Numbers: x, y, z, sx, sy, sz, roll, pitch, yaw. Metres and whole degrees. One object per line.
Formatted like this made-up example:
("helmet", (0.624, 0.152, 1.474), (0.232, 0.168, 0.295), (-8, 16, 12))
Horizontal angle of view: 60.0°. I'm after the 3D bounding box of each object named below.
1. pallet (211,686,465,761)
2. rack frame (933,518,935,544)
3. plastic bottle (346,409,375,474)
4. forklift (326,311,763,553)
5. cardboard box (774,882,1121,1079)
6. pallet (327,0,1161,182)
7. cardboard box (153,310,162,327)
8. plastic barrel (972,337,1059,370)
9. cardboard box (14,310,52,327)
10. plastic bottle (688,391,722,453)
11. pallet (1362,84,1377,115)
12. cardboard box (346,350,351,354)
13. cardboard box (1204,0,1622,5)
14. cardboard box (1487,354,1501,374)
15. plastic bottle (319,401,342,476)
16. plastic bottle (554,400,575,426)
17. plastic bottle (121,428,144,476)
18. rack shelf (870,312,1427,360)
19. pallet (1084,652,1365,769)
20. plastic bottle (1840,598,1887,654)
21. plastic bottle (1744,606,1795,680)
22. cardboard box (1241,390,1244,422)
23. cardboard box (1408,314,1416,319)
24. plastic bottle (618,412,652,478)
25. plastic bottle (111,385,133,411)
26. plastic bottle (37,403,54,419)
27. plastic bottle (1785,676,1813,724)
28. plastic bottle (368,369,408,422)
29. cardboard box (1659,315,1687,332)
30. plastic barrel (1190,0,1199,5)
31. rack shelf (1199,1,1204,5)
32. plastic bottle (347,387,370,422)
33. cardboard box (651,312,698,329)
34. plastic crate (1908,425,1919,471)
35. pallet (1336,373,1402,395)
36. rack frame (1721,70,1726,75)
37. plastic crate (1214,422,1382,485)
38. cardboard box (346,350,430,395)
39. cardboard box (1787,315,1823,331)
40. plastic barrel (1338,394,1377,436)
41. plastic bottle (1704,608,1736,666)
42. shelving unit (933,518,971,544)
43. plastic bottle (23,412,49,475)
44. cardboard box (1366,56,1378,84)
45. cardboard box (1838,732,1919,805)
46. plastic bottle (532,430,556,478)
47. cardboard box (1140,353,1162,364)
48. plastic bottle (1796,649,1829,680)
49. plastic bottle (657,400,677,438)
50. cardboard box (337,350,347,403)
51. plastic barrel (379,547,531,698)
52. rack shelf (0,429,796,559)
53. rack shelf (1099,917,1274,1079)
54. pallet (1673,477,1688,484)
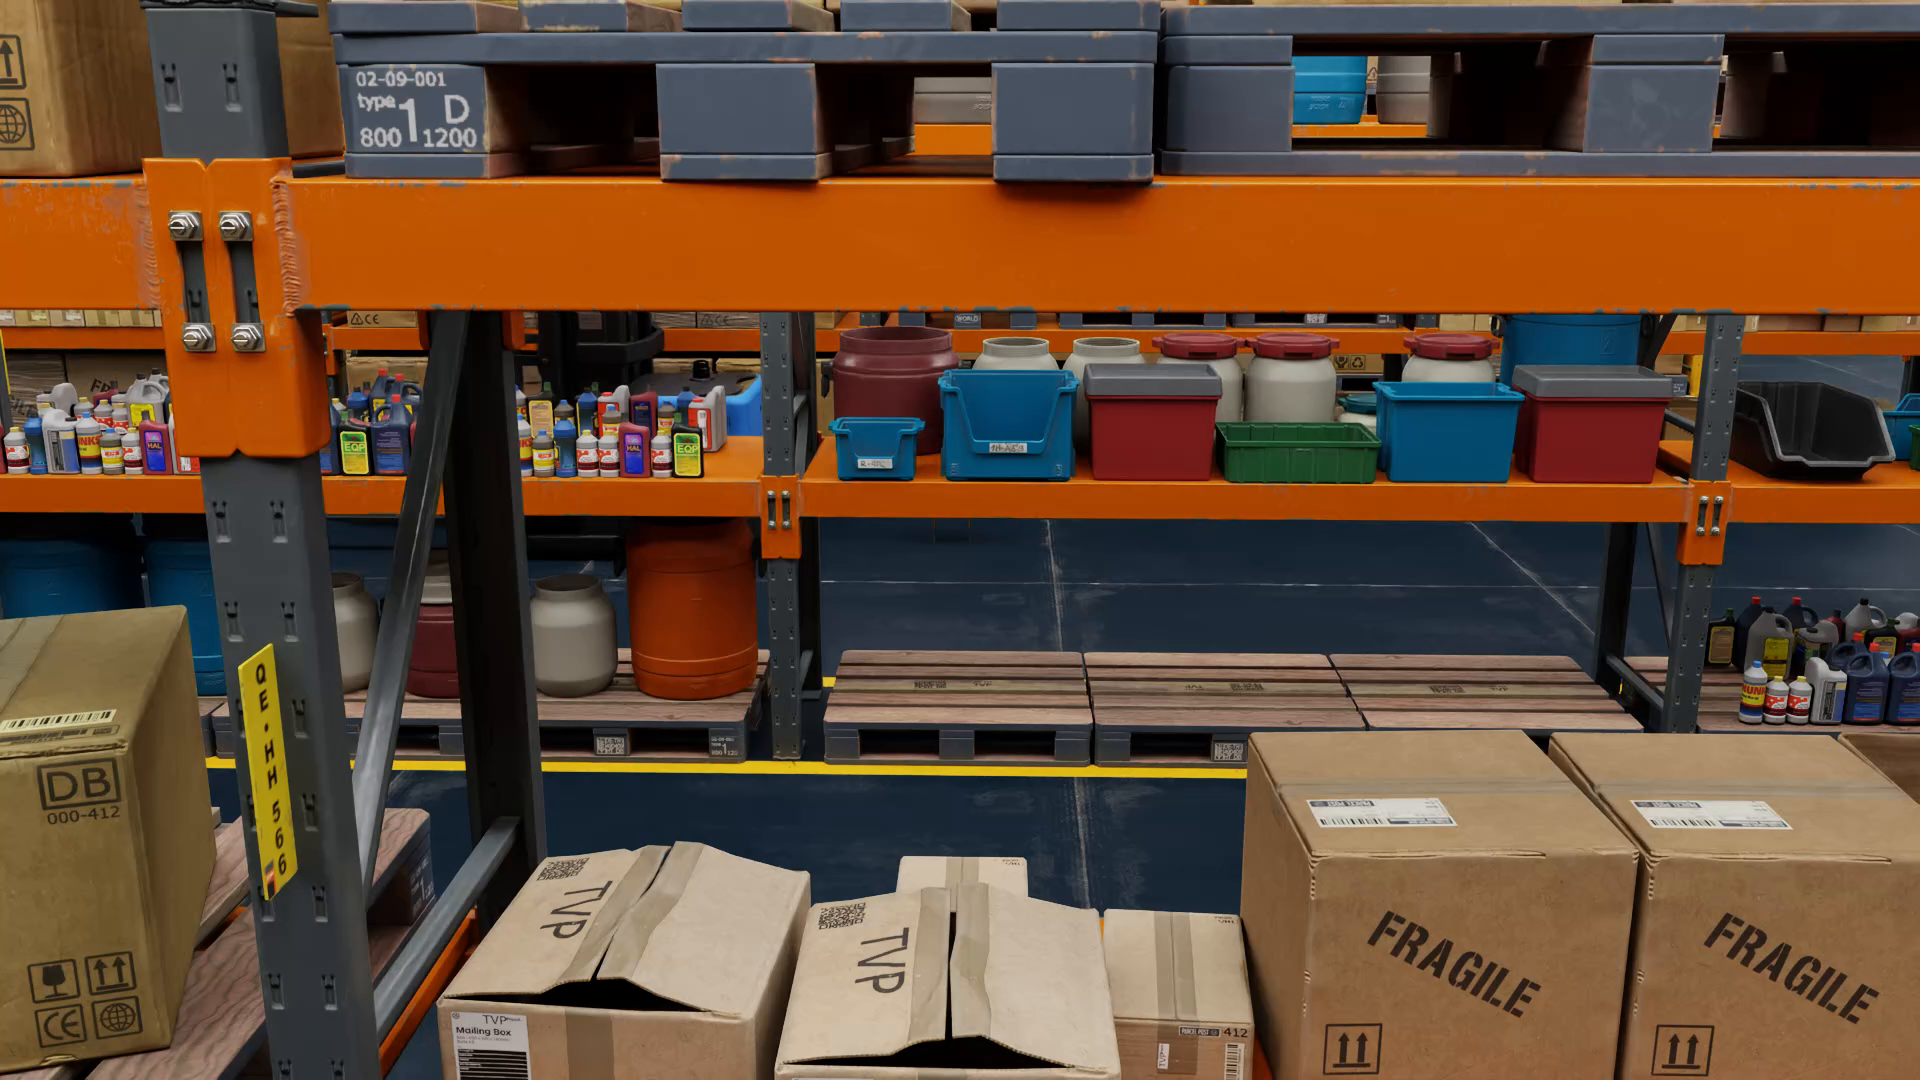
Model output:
("pallet", (-2.779, 0.770, 8.007), (1.213, 0.211, 1.003), (0, 15, 1))
("rack frame", (-0.175, -0.509, 11.210), (0.008, 1.050, 0.200), (0, 15, 1))
("plastic bottle", (-2.648, -0.437, 7.347), (0.133, 0.283, 0.061), (0, 15, 1))
("forklift", (-2.831, -1.425, 10.995), (3.031, 2.935, 1.130), (1, 15, 2))
("cardboard box", (-0.015, 0.786, 2.654), (0.500, 0.311, 0.500), (0, 15, 1))
("pallet", (-0.223, -0.689, 2.563), (1.003, 0.211, 1.213), (1, 15, 4))
("cardboard box", (-5.730, -1.666, 12.268), (0.250, 0.149, 0.380), (1, 15, 2))
("plastic barrel", (0.260, -0.677, 7.806), (0.421, 0.512, 0.421), (0, 15, 0))
("cardboard box", (-6.760, -1.673, 12.292), (0.250, 0.149, 0.380), (0, 15, 0))
("plastic bottle", (-1.202, -0.561, 7.831), (0.135, 0.276, 0.152), (0, 15, 1))
("pallet", (2.737, -3.203, 12.088), (1.003, 0.211, 1.213), (0, 15, 1))
("cardboard box", (-6.317, -2.056, 17.437), (0.250, 0.149, 0.380), (1, 15, 4))
("cardboard box", (0.647, -0.899, 2.457), (0.500, 0.250, 0.500), (0, 15, 0))
("cardboard box", (5.108, -2.225, 17.236), (0.875, 0.875, 0.875), (0, 15, 2))
("plastic bottle", (-2.808, -0.466, 7.324), (0.185, 0.351, 0.144), (0, 15, 1))
("plastic bottle", (-1.909, -0.576, 8.032), (0.097, 0.201, 0.097), (0, 15, 0))
("plastic bottle", (-3.644, -0.393, 7.341), (0.097, 0.201, 0.097), (0, 15, 0))
("rack shelf", (1.352, -1.477, 12.469), (4.000, 0.370, 1.077), (0, 15, 1))
("pallet", (1.216, 0.797, 7.906), (1.213, 0.211, 1.003), (0, 15, 1))
("plastic bottle", (4.391, 0.453, 8.072), (0.185, 0.351, 0.144), (0, 15, 1))
("plastic bottle", (3.873, 0.487, 7.946), (0.185, 0.351, 0.144), (0, 15, 1))
("cardboard box", (2.262, -0.834, 12.657), (0.500, 0.500, 0.700), (0, 15, 1))
("cardboard box", (3.574, -1.764, 12.639), (0.250, 0.149, 0.380), (0, 15, 1))
("plastic bottle", (-1.420, -0.414, 7.258), (0.133, 0.283, 0.061), (0, 15, 1))
("plastic bottle", (-4.005, -0.619, 8.048), (0.135, 0.276, 0.152), (0, 15, 1))
("plastic bottle", (-4.355, -0.553, 7.945), (0.097, 0.201, 0.097), (0, 15, 0))
("plastic bottle", (3.736, 0.707, 7.405), (0.097, 0.201, 0.097), (0, 15, 0))
("plastic bottle", (-2.744, -0.648, 8.011), (0.185, 0.351, 0.144), (0, 15, 1))
("cardboard box", (5.059, -1.606, 12.040), (0.250, 0.149, 0.380), (0, 15, 1))
("plastic barrel", (0.696, -2.168, 6.956), (0.708, 0.830, 0.600), (0, 15, 1))
("rack shelf", (1.605, -6.712, 21.334), (4.000, 0.370, 1.077), (0, 15, 1))
("plastic bottle", (-2.886, -0.601, 7.988), (0.097, 0.271, 0.097), (0, 15, 0))
("cardboard box", (-2.164, -1.834, 12.215), (0.500, 0.500, 0.500), (0, 15, 0))
("plastic crate", (4.575, -0.366, 7.261), (0.662, 0.188, 0.450), (0, 15, 1))
("pallet", (4.338, -1.703, 17.381), (1.213, 0.211, 1.003), (0, 15, 1))
("rack frame", (3.225, -3.450, 6.775), (0.127, 3.000, 1.000), (0, 15, 1))
("plastic crate", (1.477, -0.386, 7.338), (0.662, 0.188, 0.450), (0, 15, 1))
("cardboard box", (-4.005, -1.041, 12.747), (0.875, 0.875, 1.225), (0, 15, 2))
("cardboard box", (6.061, -1.622, 12.099), (0.250, 0.149, 0.380), (0, 15, 1))
("plastic barrel", (1.906, -0.530, 7.739), (0.301, 0.262, 0.301), (0, 15, 0))
("plastic bottle", (3.714, 0.471, 8.138), (0.133, 0.283, 0.061), (1, 15, 4))
("shelving unit", (-0.053, -0.508, 11.207), (0.252, 1.050, 0.215), (0, 15, 1))
("plastic bottle", (-4.070, -0.430, 7.342), (0.097, 0.271, 0.097), (0, 15, 0))
("cardboard box", (2.884, -3.544, 11.986), (0.637, 0.503, 0.797), (0, 15, -1))
("cardboard box", (1.801, 0.653, 2.788), (0.500, 0.500, 0.500), (1, 15, 5))
("plastic bottle", (-1.826, -0.382, 7.296), (0.097, 0.201, 0.097), (0, 15, 0))
("cardboard box", (1.992, -2.180, 17.309), (0.750, 0.750, 1.050), (0, 15, 1))
("plastic bottle", (3.859, 0.634, 7.521), (0.133, 0.283, 0.061), (0, 15, 1))
("plastic bottle", (-1.410, -0.573, 8.020), (0.097, 0.201, 0.097), (0, 15, 0))
("cardboard box", (-5.303, -1.065, 12.837), (0.875, 0.875, 0.875), (0, 15, 1))
("plastic barrel", (-2.392, 0.382, 7.917), (0.708, 0.588, 0.600), (0, 15, 1))
("rack shelf", (-2.773, -0.240, 7.781), (4.000, 0.370, 1.077), (0, 15, 1))
("rack shelf", (1.096, 1.049, 2.894), (4.000, 0.370, 1.077), (0, 15, 1))
("pallet", (5.247, -0.461, 12.674), (1.213, 0.211, 1.003), (0, 15, 1))
